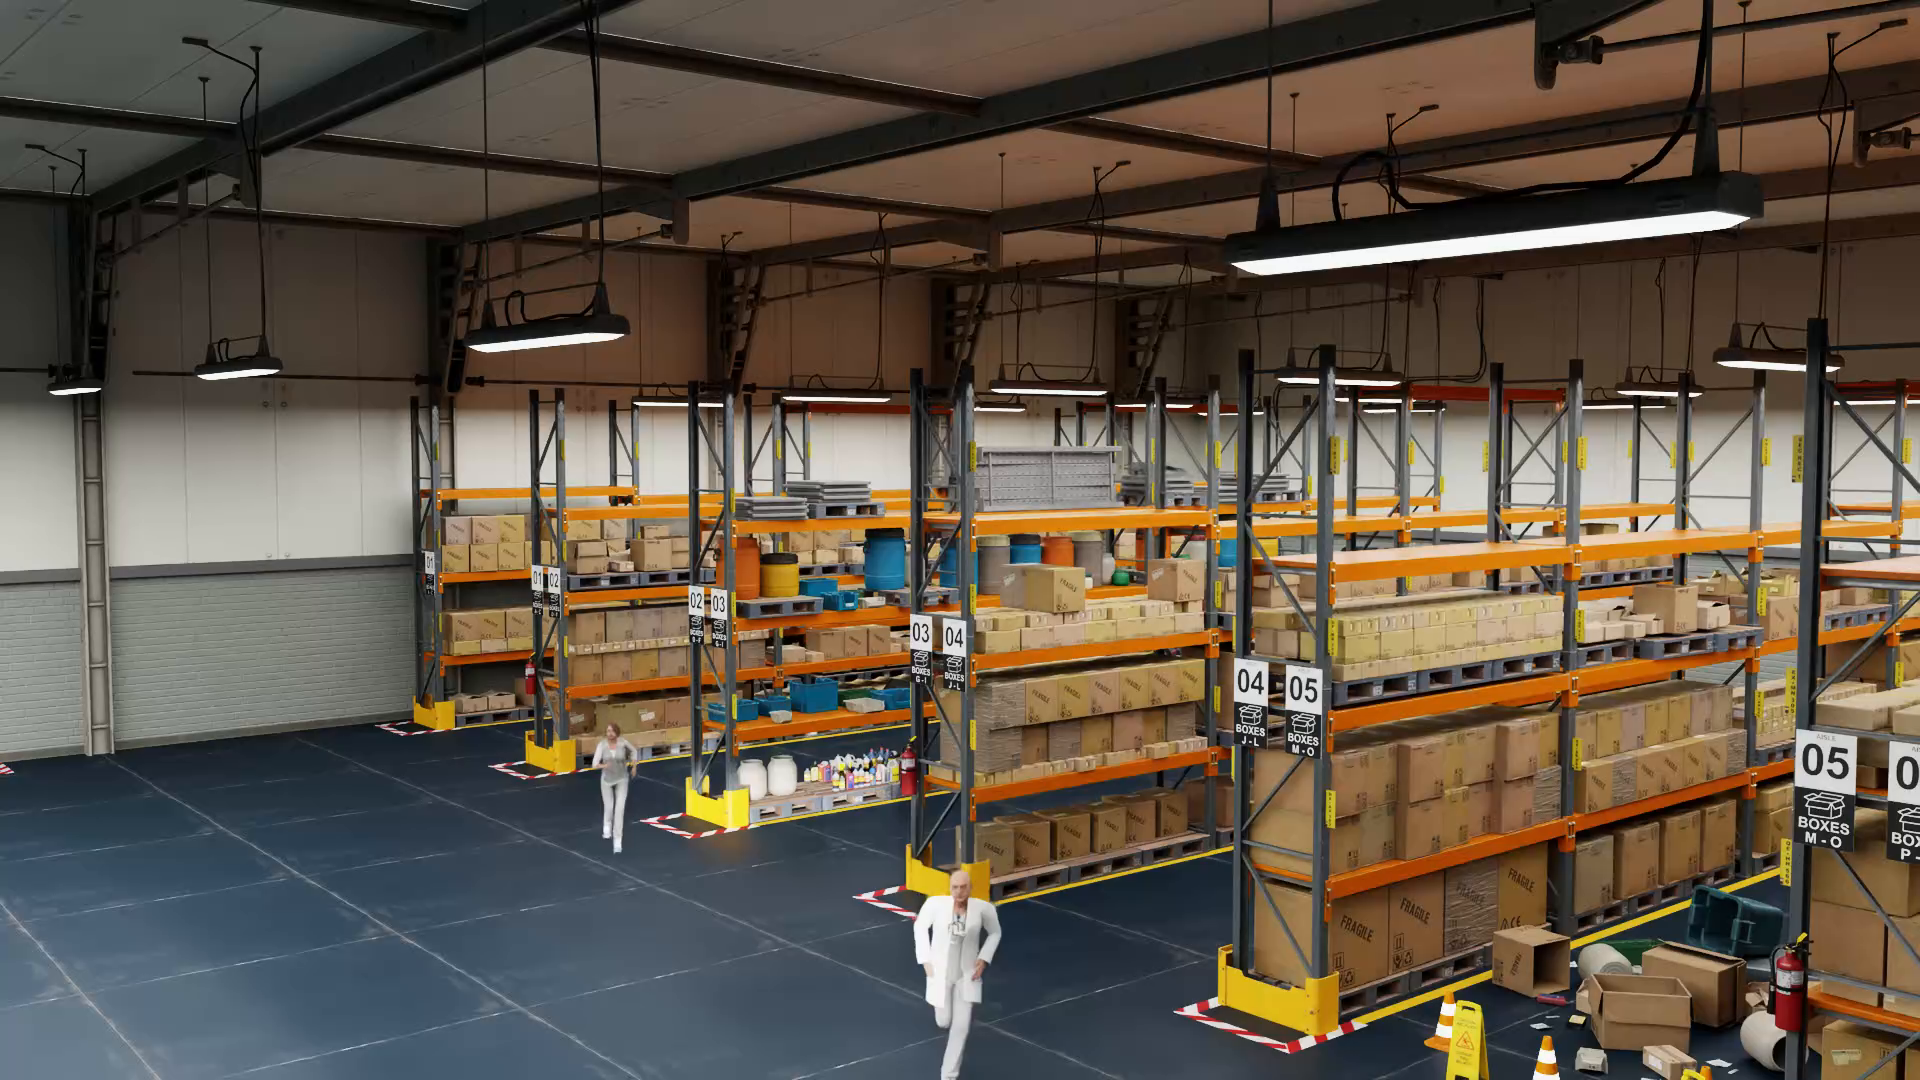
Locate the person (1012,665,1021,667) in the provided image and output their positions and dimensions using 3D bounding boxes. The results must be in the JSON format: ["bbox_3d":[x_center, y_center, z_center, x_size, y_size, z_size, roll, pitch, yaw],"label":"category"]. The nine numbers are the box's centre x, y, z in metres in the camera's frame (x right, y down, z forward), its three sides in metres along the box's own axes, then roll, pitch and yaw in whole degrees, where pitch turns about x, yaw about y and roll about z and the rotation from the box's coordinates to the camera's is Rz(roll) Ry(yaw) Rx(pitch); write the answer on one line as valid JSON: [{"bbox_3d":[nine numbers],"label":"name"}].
[{"bbox_3d":[0.868,2.309,28.473,0.963,1.817,0.687,-3,5,-45],"label":"person"}]

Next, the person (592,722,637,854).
[{"bbox_3d":[-4.399,3.114,21.201,0.550,1.629,0.832,0,3,-8],"label":"person"}]

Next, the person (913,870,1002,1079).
[{"bbox_3d":[-0.017,3.517,13.533,0.718,1.759,0.938,0,3,5],"label":"person"}]
